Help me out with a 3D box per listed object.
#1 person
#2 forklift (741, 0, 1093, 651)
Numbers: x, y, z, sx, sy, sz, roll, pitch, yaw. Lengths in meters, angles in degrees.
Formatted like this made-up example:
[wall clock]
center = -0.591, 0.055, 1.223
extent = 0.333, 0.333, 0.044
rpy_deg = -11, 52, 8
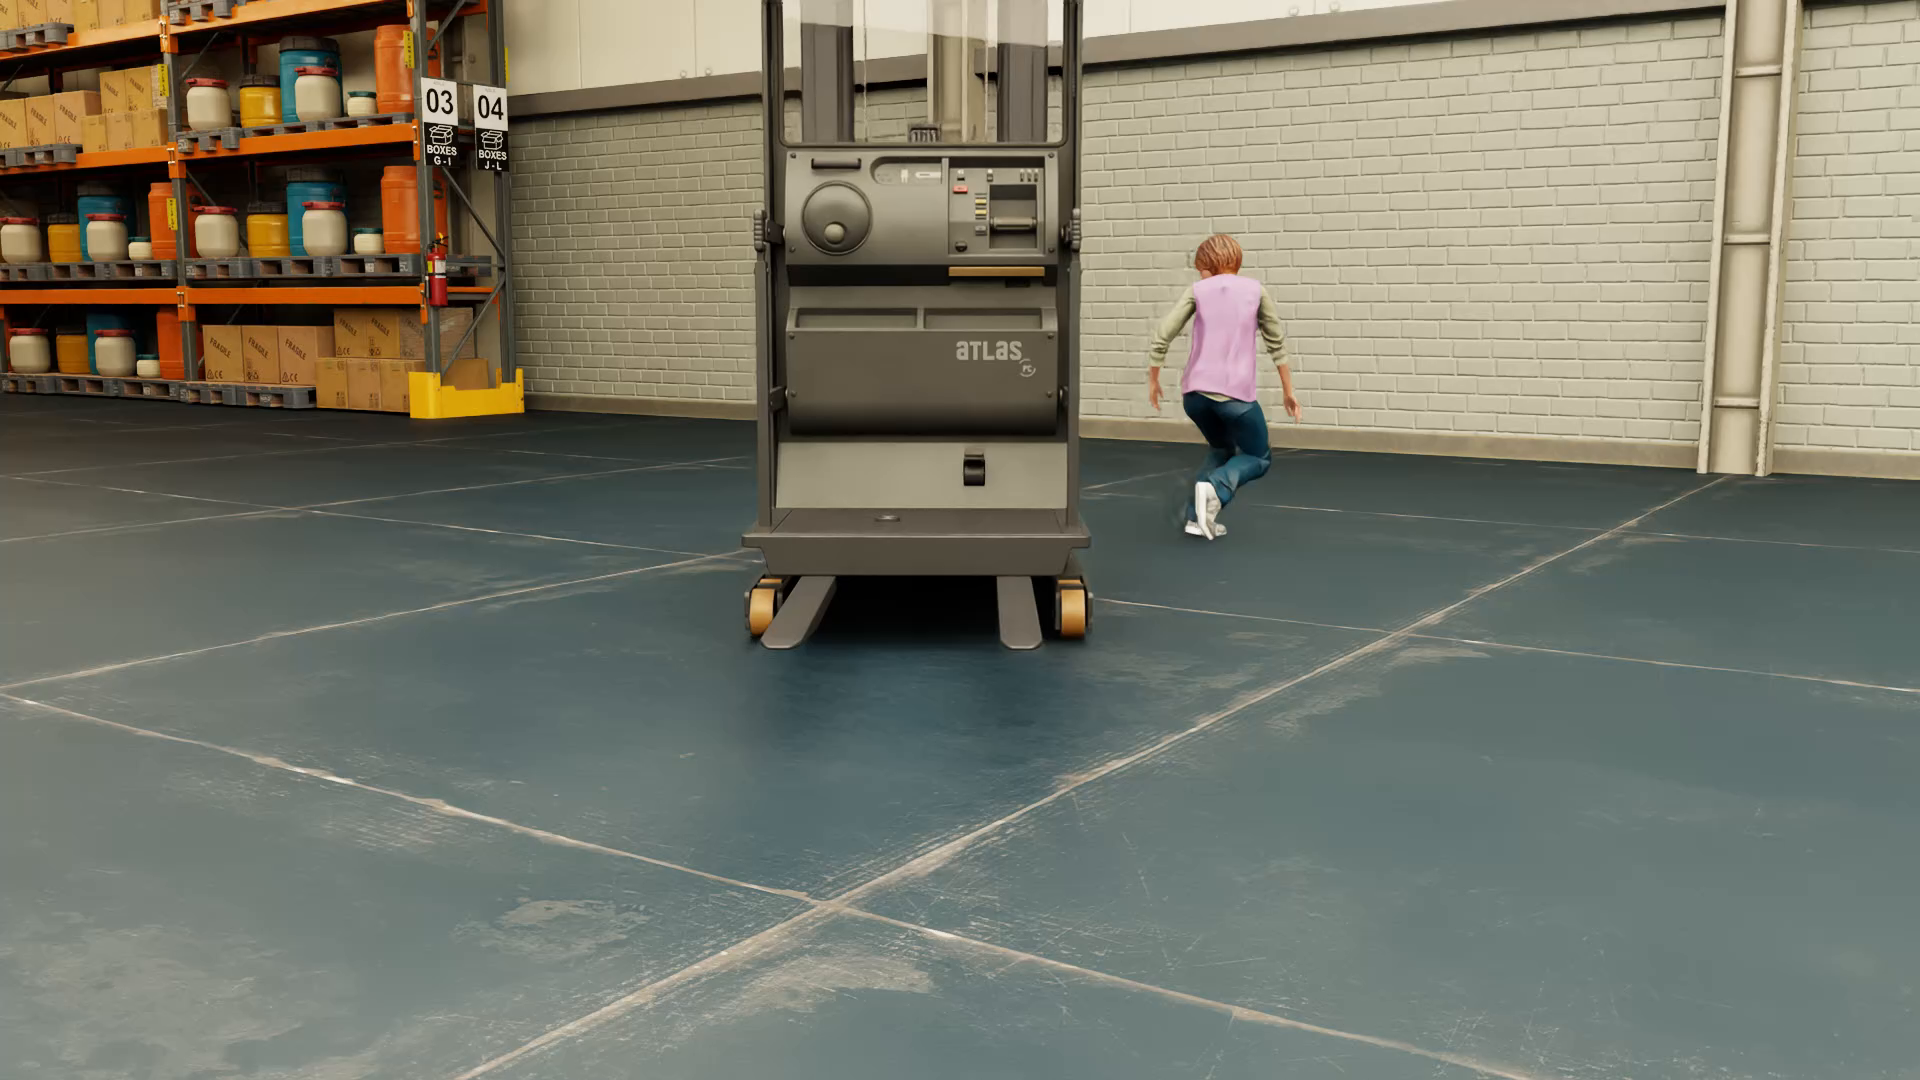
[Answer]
[person]
center = 1.176, -0.683, 7.577
extent = 0.692, 1.394, 0.583
rpy_deg = 4, 9, 26
[forklift]
center = -0.131, -1.176, 5.463
extent = 1.130, 2.935, 3.031
rpy_deg = 0, 8, 1
